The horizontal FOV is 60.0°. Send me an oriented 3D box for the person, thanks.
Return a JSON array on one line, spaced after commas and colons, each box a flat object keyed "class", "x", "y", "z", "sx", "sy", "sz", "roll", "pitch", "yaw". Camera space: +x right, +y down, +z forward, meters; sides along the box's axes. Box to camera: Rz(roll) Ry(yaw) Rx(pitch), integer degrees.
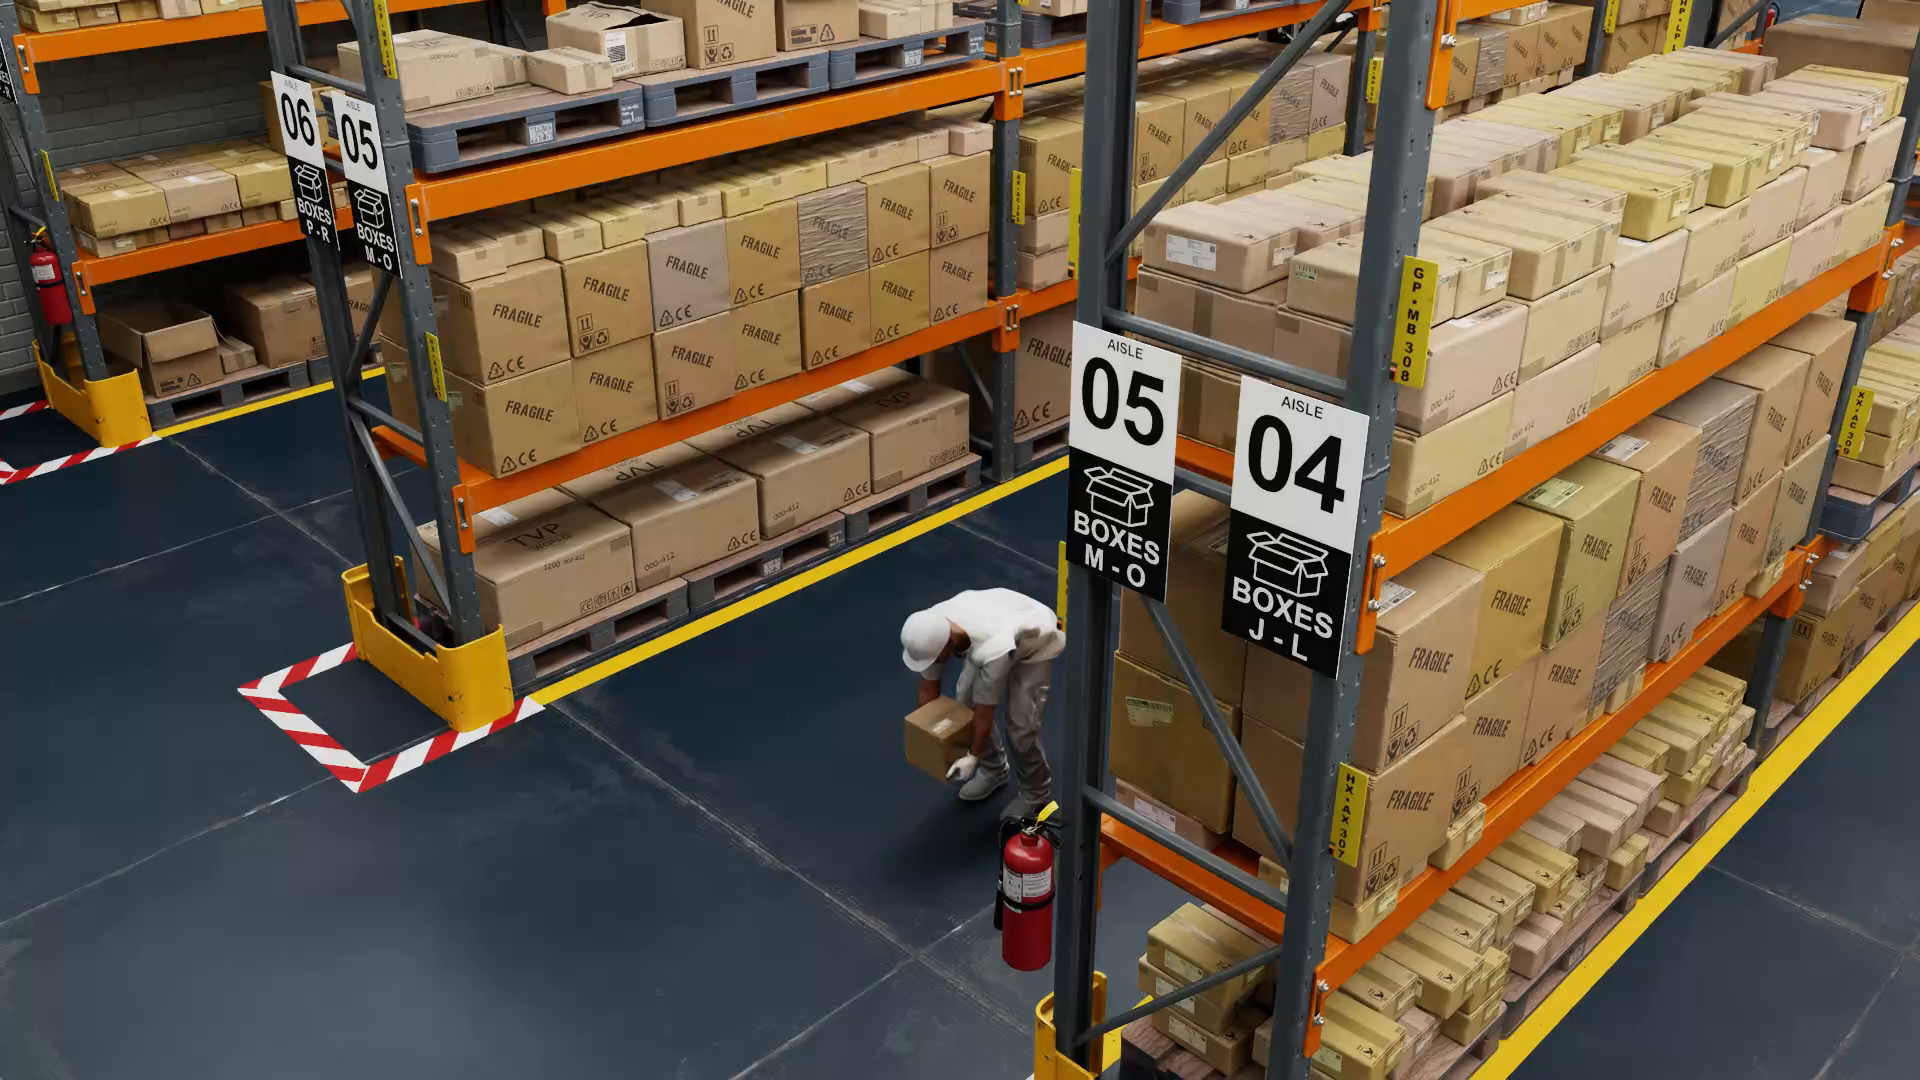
[{"class": "person", "x": 0.090, "y": 0.762, "z": 7.662, "sx": 0.508, "sy": 1.293, "sz": 0.939, "roll": 23, "pitch": 35, "yaw": 37}]
